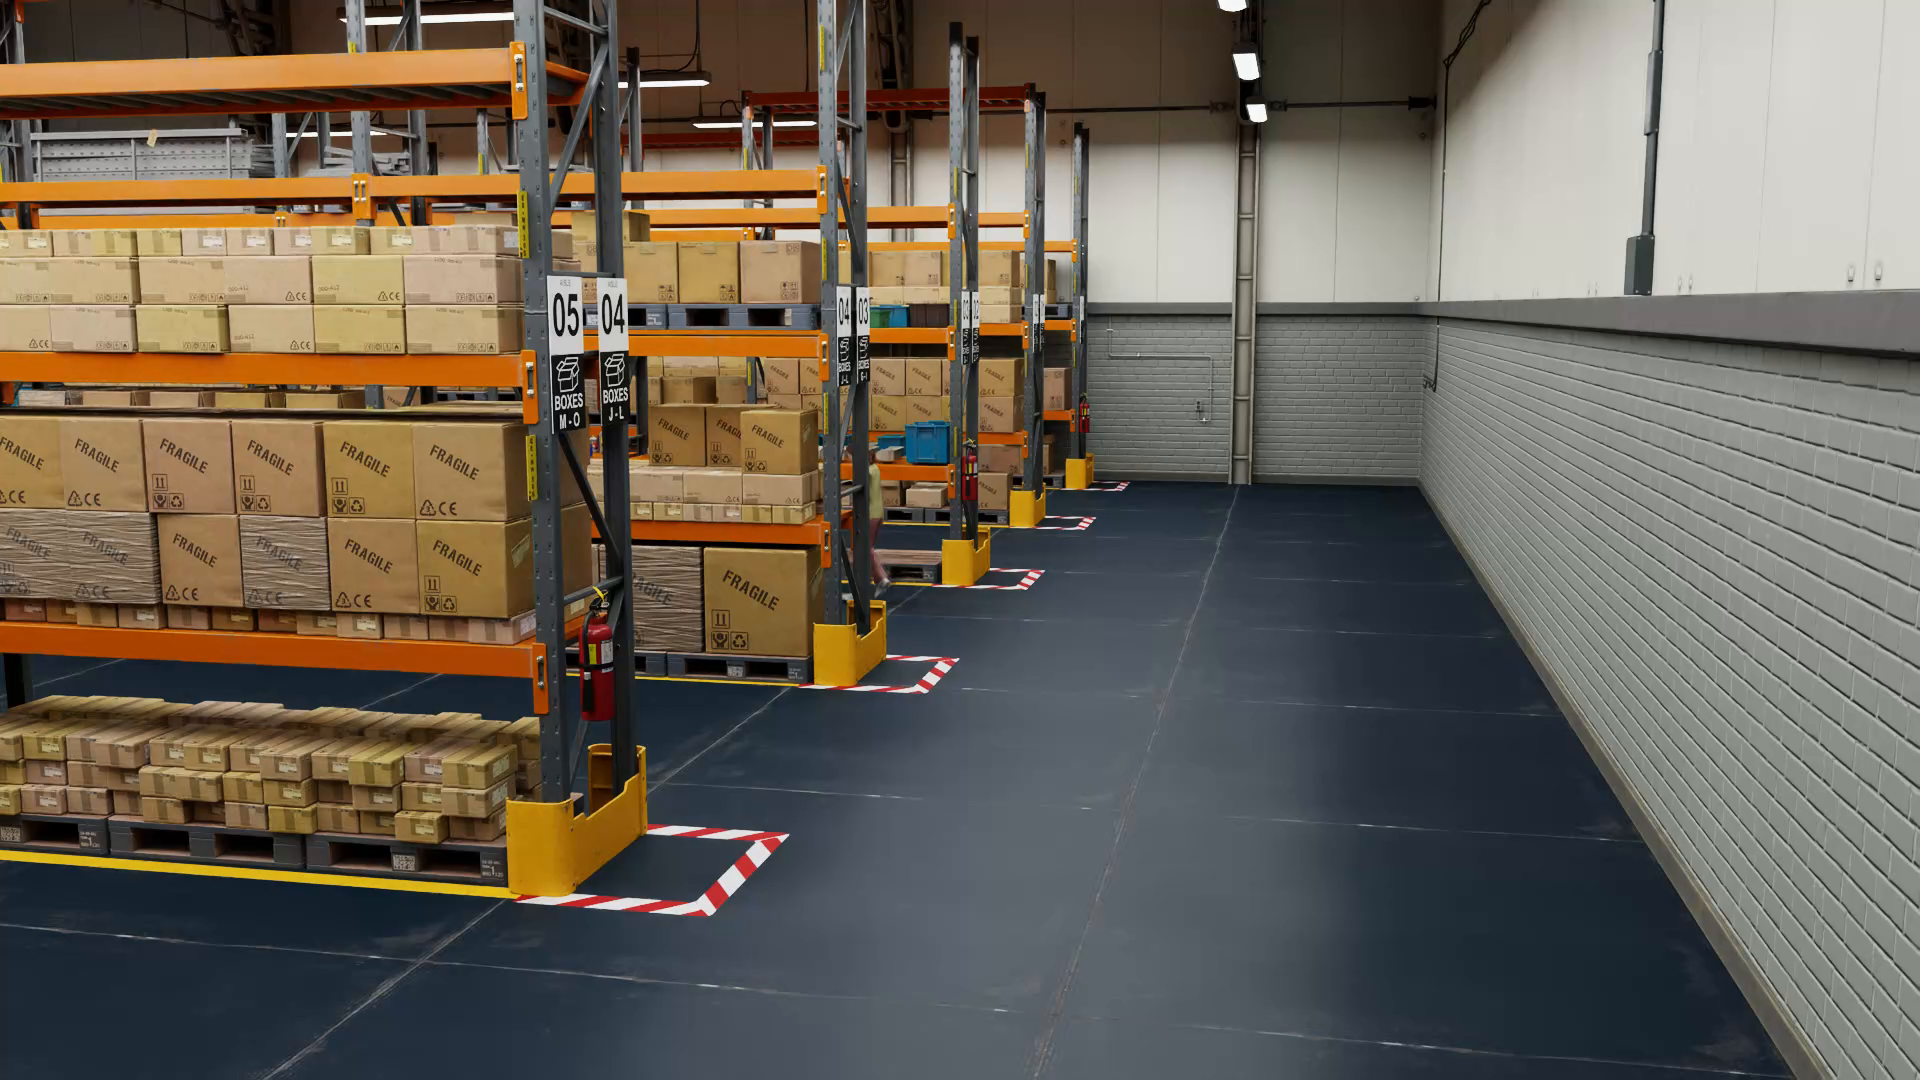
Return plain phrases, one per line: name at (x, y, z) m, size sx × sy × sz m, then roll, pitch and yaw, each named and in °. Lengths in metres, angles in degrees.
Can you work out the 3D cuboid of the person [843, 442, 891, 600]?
person at (-0.987, -0.200, 17.144) m, size 0.510 × 1.667 × 0.478 m, roll 3°, pitch 9°, yaw 20°
